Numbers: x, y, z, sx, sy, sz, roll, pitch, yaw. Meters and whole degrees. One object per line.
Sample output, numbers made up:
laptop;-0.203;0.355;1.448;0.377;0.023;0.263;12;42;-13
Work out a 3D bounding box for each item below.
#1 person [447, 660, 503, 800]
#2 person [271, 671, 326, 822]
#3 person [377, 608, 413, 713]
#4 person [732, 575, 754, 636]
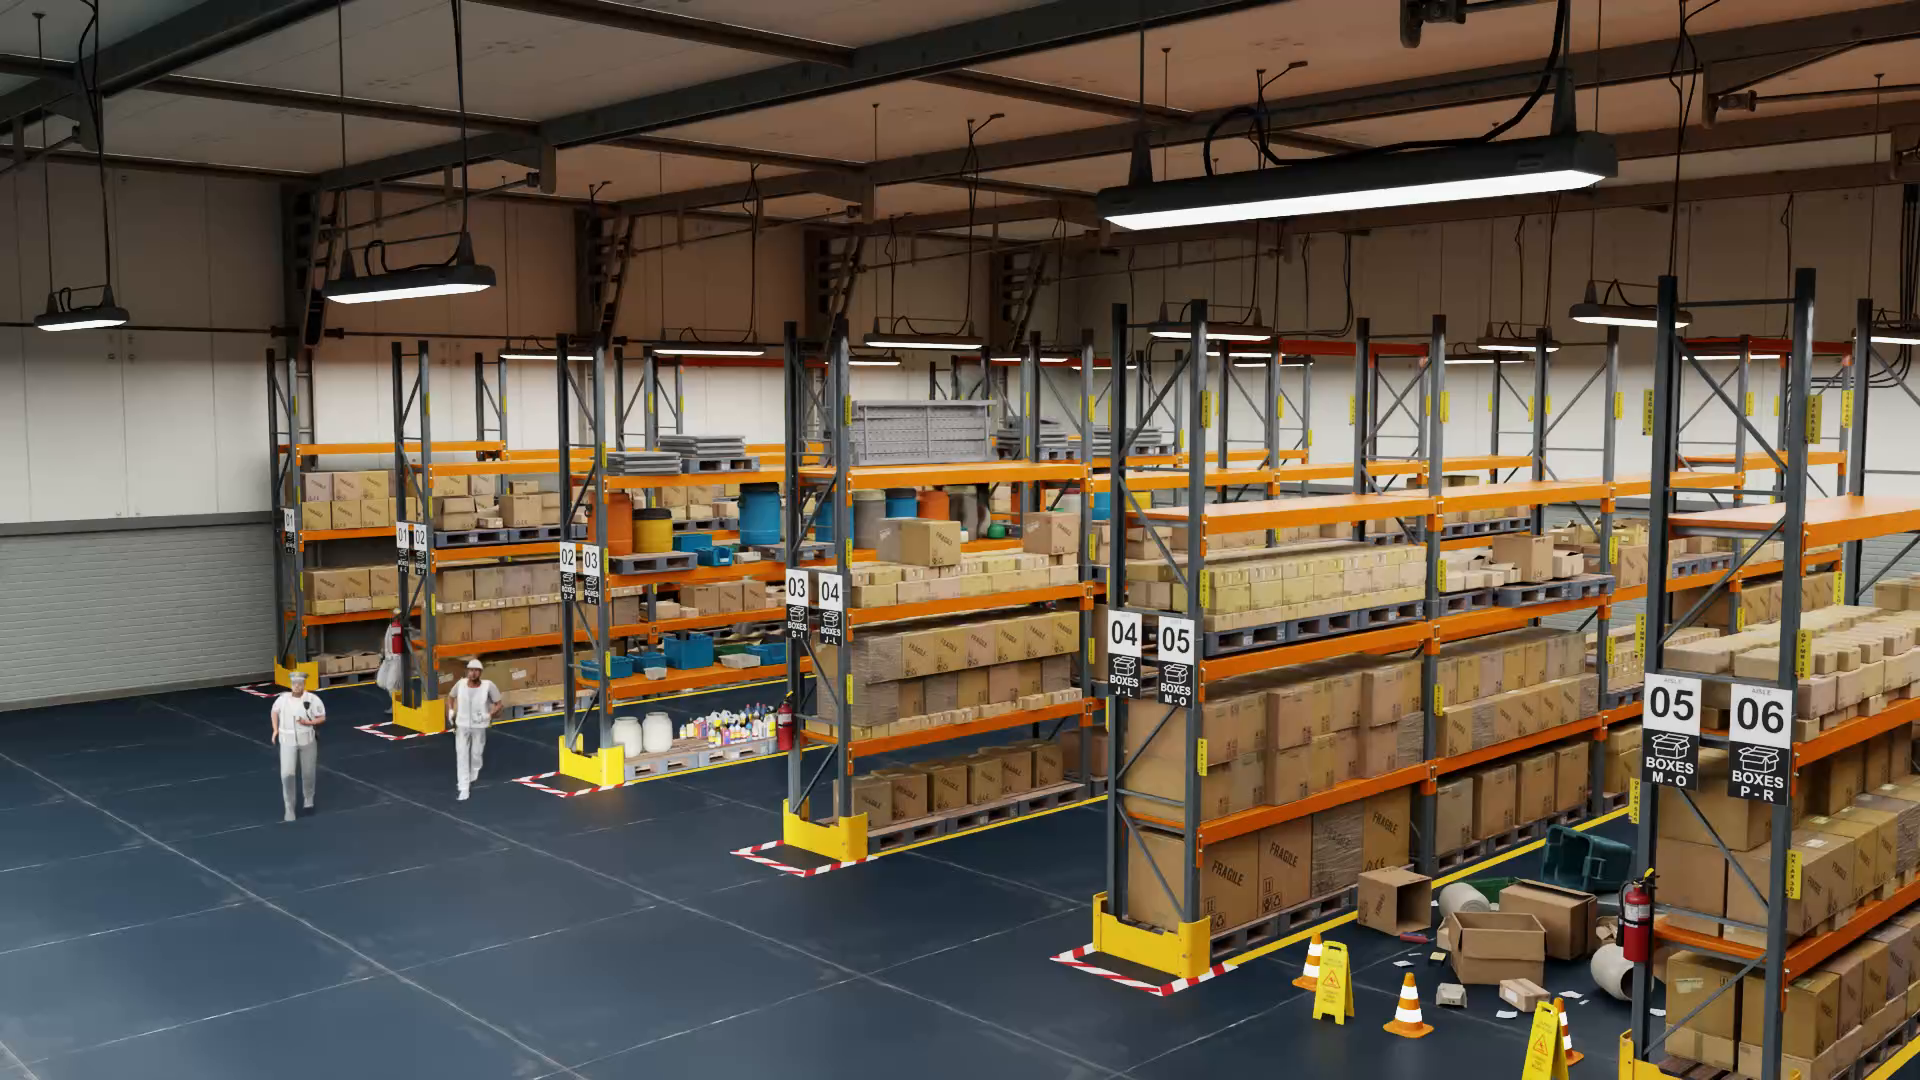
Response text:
person;-6.323;2.430;21.690;0.721;1.777;0.901;-1;5;-7
person;-8.128;2.525;20.440;0.633;1.856;0.781;-2;5;-19
person;-9.177;1.964;27.124;0.648;1.731;0.580;3;6;35
person;-4.291;1.480;33.293;0.607;1.614;0.551;3;6;33
